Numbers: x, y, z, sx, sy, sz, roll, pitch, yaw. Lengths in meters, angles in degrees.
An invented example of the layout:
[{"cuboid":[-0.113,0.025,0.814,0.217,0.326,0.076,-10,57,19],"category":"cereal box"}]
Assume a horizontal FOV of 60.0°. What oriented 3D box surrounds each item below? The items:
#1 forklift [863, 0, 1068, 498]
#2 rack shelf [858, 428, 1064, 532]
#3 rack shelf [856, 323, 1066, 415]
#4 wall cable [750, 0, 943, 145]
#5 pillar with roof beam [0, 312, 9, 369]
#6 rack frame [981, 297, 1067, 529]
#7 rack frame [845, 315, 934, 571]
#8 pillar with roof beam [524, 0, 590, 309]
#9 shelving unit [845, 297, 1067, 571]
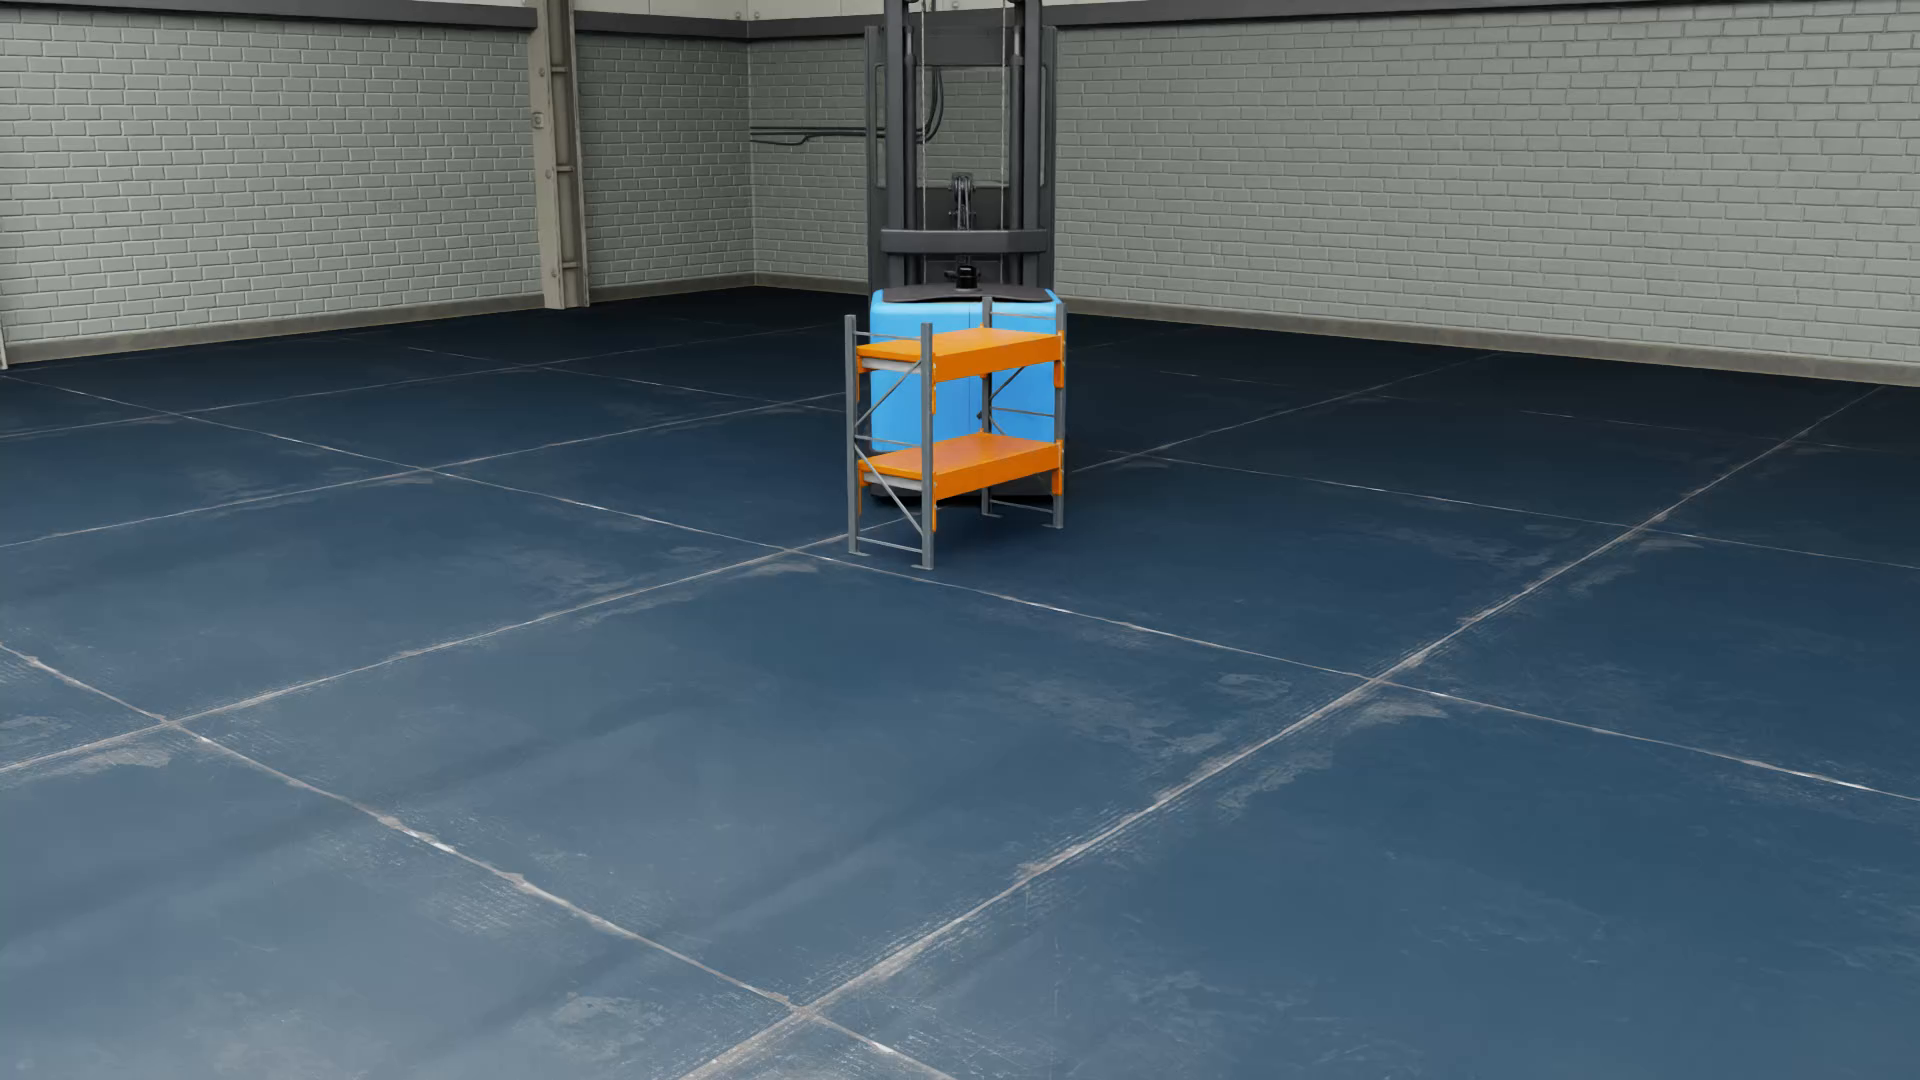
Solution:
[{"cuboid":[-0.004,-1.953,9.860,1.130,2.935,3.031,-1,14,-2],"category":"forklift"},{"cuboid":[-0.004,-0.307,8.040,0.538,0.278,1.000,11,18,38],"category":"rack shelf"},{"cuboid":[-0.004,-0.828,7.907,0.538,0.278,1.000,11,18,38],"category":"rack shelf"},{"cuboid":[-1.408,-5.758,18.818,3.097,2.526,0.112,11,18,38],"category":"wall cable"},{"cuboid":[-4.711,-5.088,9.874,9.100,9.000,0.400,11,18,38],"category":"pillar with roof beam"},{"cuboid":[0.315,-0.641,8.363,0.500,1.125,0.032,11,18,38],"category":"rack frame"},{"cuboid":[-0.324,-0.447,7.596,0.500,1.125,0.032,11,18,38],"category":"rack frame"},{"cuboid":[-0.940,-6.237,14.398,9.100,9.000,0.400,11,18,38],"category":"pillar with roof beam"},{"cuboid":[-0.004,-0.544,7.979,0.538,1.125,1.048,11,18,38],"category":"shelving unit"}]
